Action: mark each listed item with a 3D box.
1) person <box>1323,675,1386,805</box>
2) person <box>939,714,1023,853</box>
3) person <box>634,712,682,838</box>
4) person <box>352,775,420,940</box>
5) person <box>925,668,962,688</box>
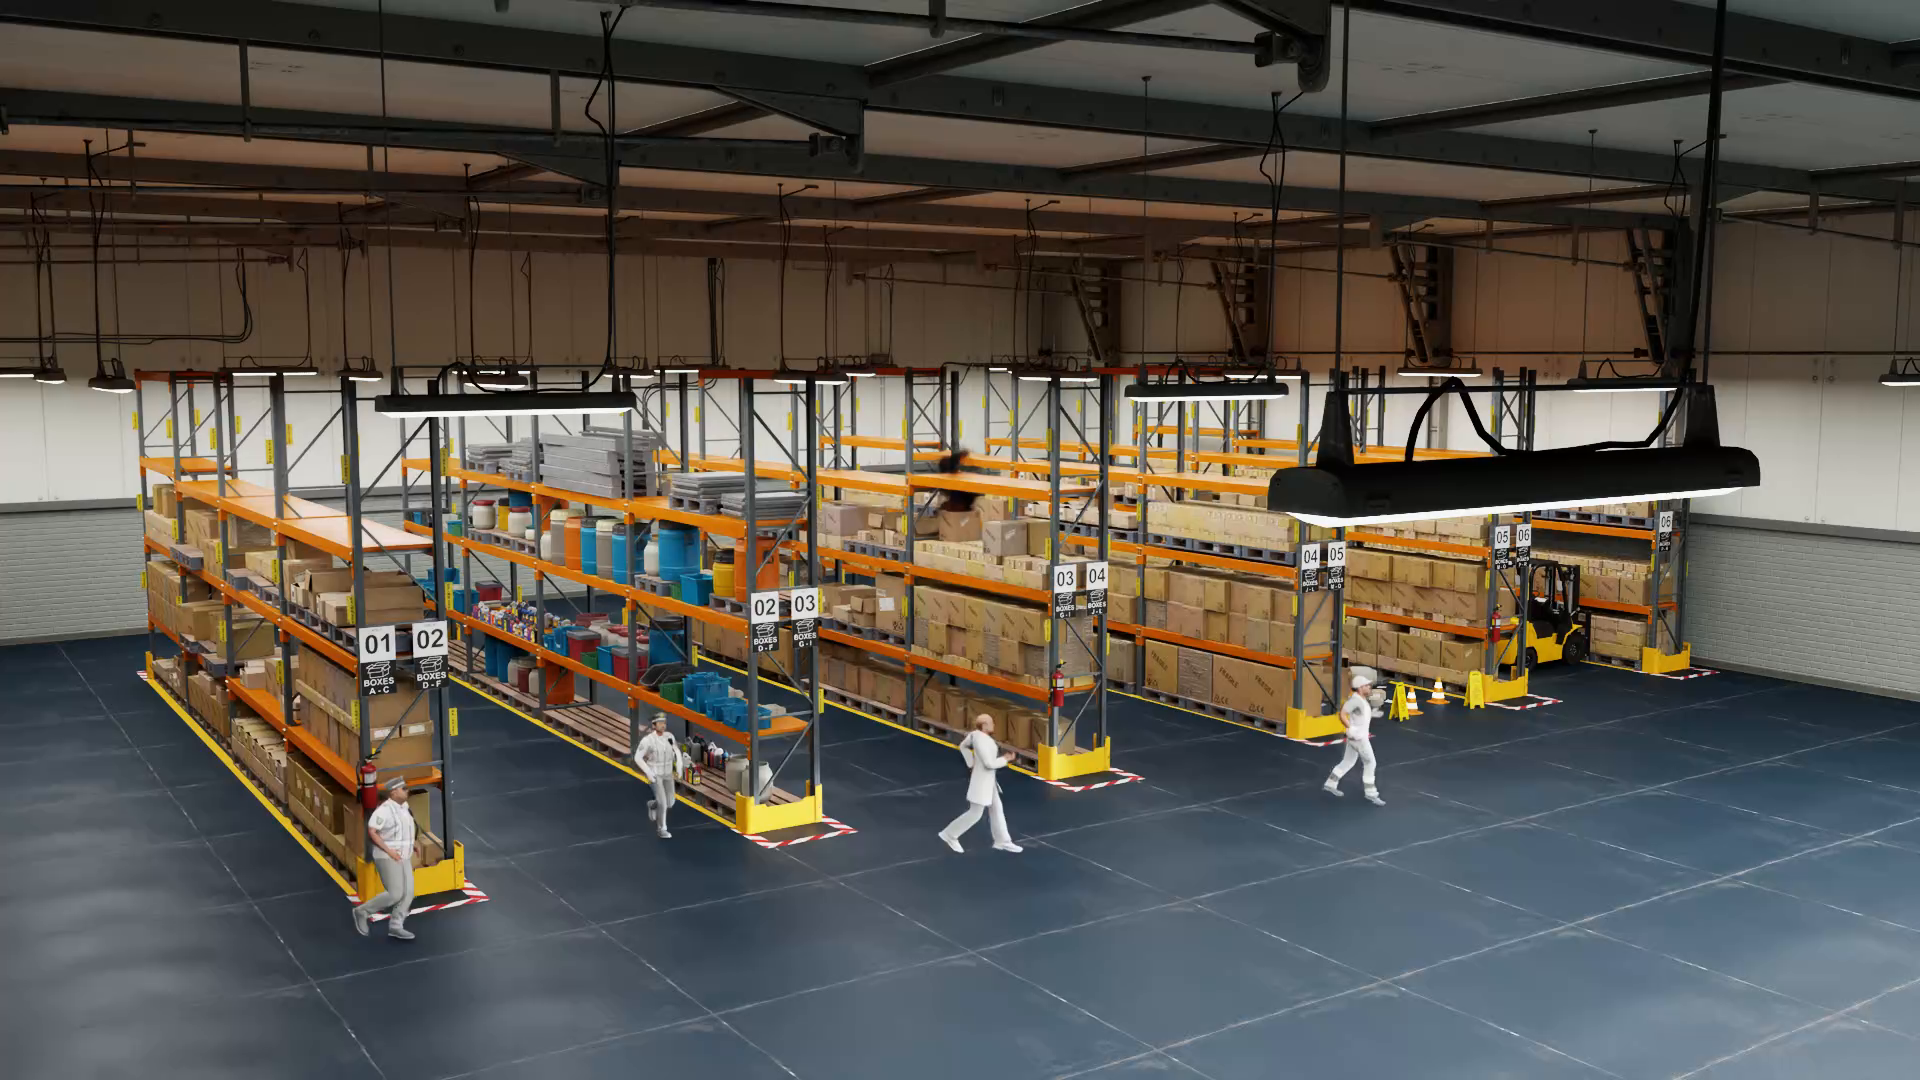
[{"bbox_3d":[5.570,2.802,23.429,0.866,1.833,0.624,1,7,8],"label":"person"},{"bbox_3d":[0.263,3.060,20.886,1.061,1.776,0.697,0,6,-2],"label":"person"},{"bbox_3d":[-3.969,3.050,21.822,0.652,1.637,0.656,-5,8,-39],"label":"person"},{"bbox_3d":[-6.215,3.435,18.158,0.659,1.737,0.742,1,6,6],"label":"person"},{"bbox_3d":[-0.294,1.891,31.428,0.684,1.810,0.881,-6,9,-43],"label":"person"}]
